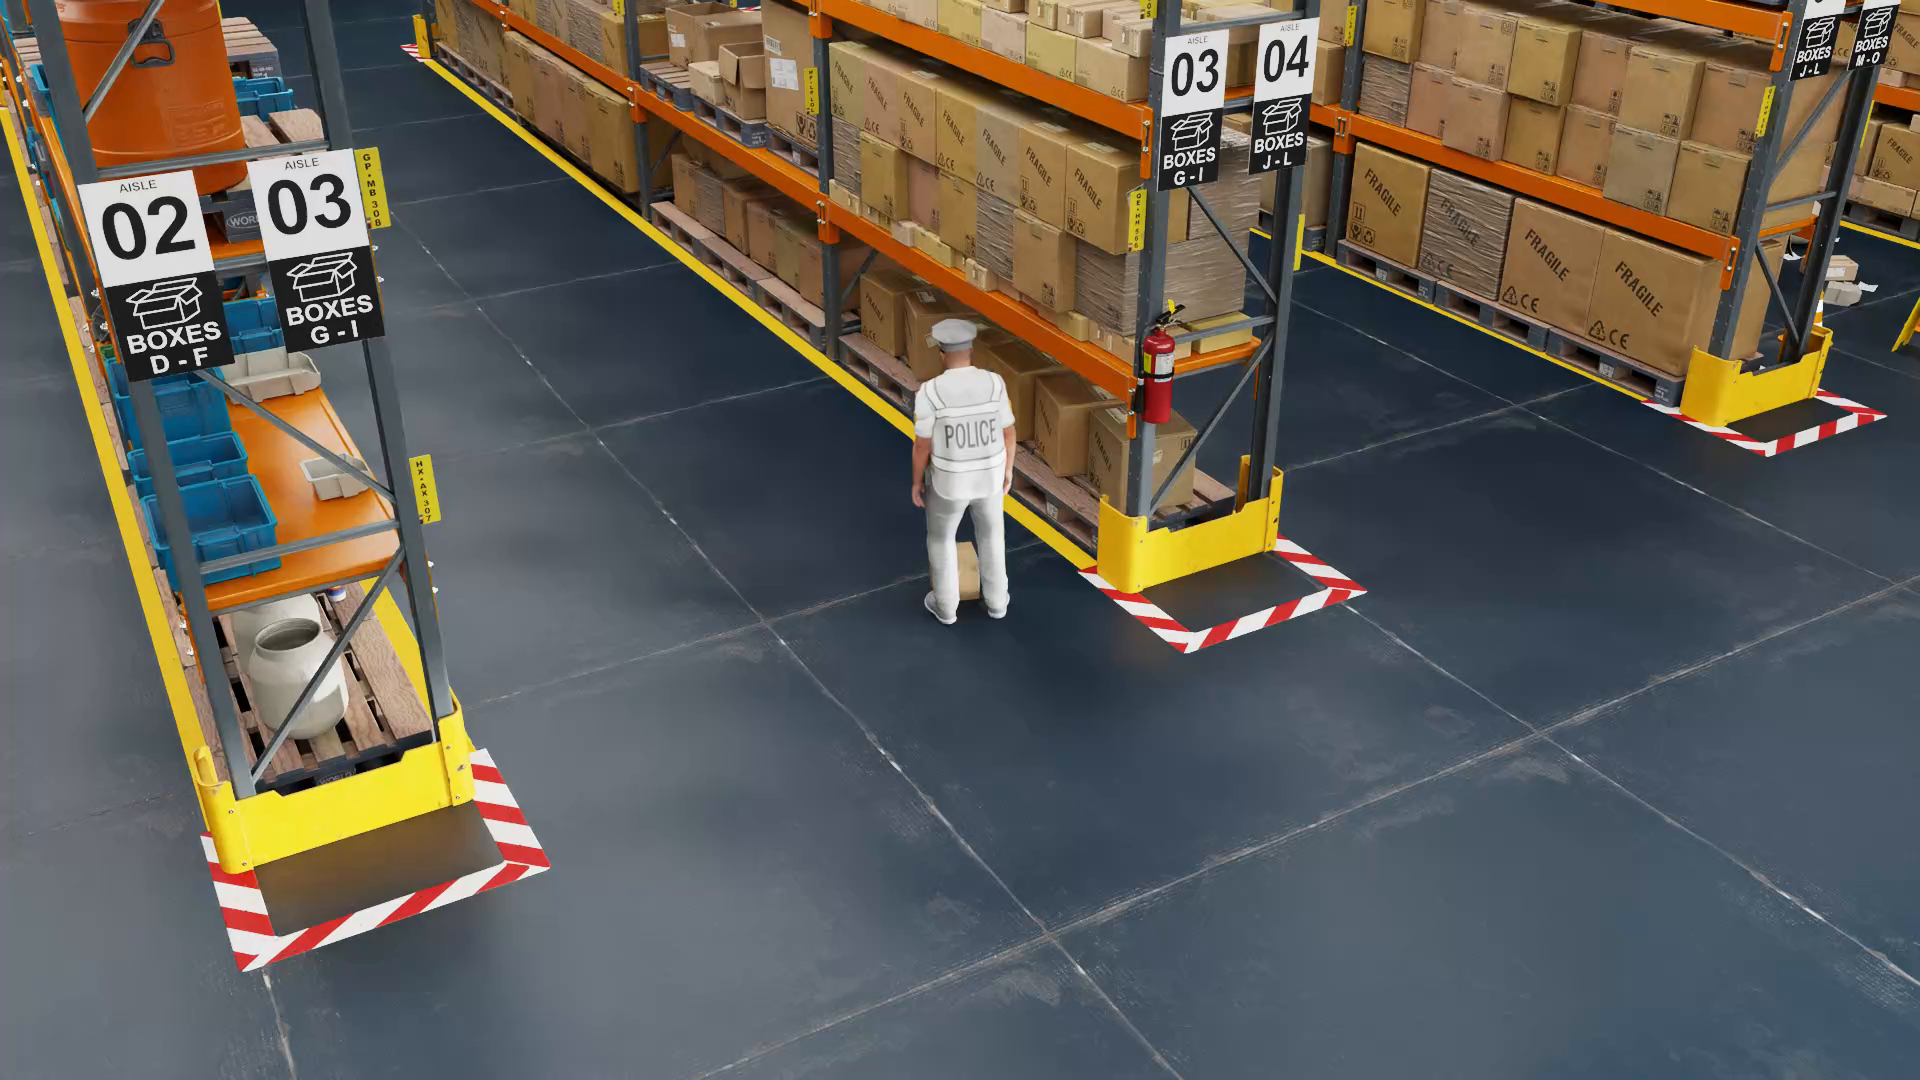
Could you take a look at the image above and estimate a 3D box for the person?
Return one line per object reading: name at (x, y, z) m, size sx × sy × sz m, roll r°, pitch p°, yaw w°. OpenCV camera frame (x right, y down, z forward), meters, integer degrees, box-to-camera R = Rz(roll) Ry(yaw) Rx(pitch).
person at (0.024, -0.339, 9.173) m, size 0.601 × 1.747 × 0.444 m, roll -7°, pitch 30°, yaw -13°
